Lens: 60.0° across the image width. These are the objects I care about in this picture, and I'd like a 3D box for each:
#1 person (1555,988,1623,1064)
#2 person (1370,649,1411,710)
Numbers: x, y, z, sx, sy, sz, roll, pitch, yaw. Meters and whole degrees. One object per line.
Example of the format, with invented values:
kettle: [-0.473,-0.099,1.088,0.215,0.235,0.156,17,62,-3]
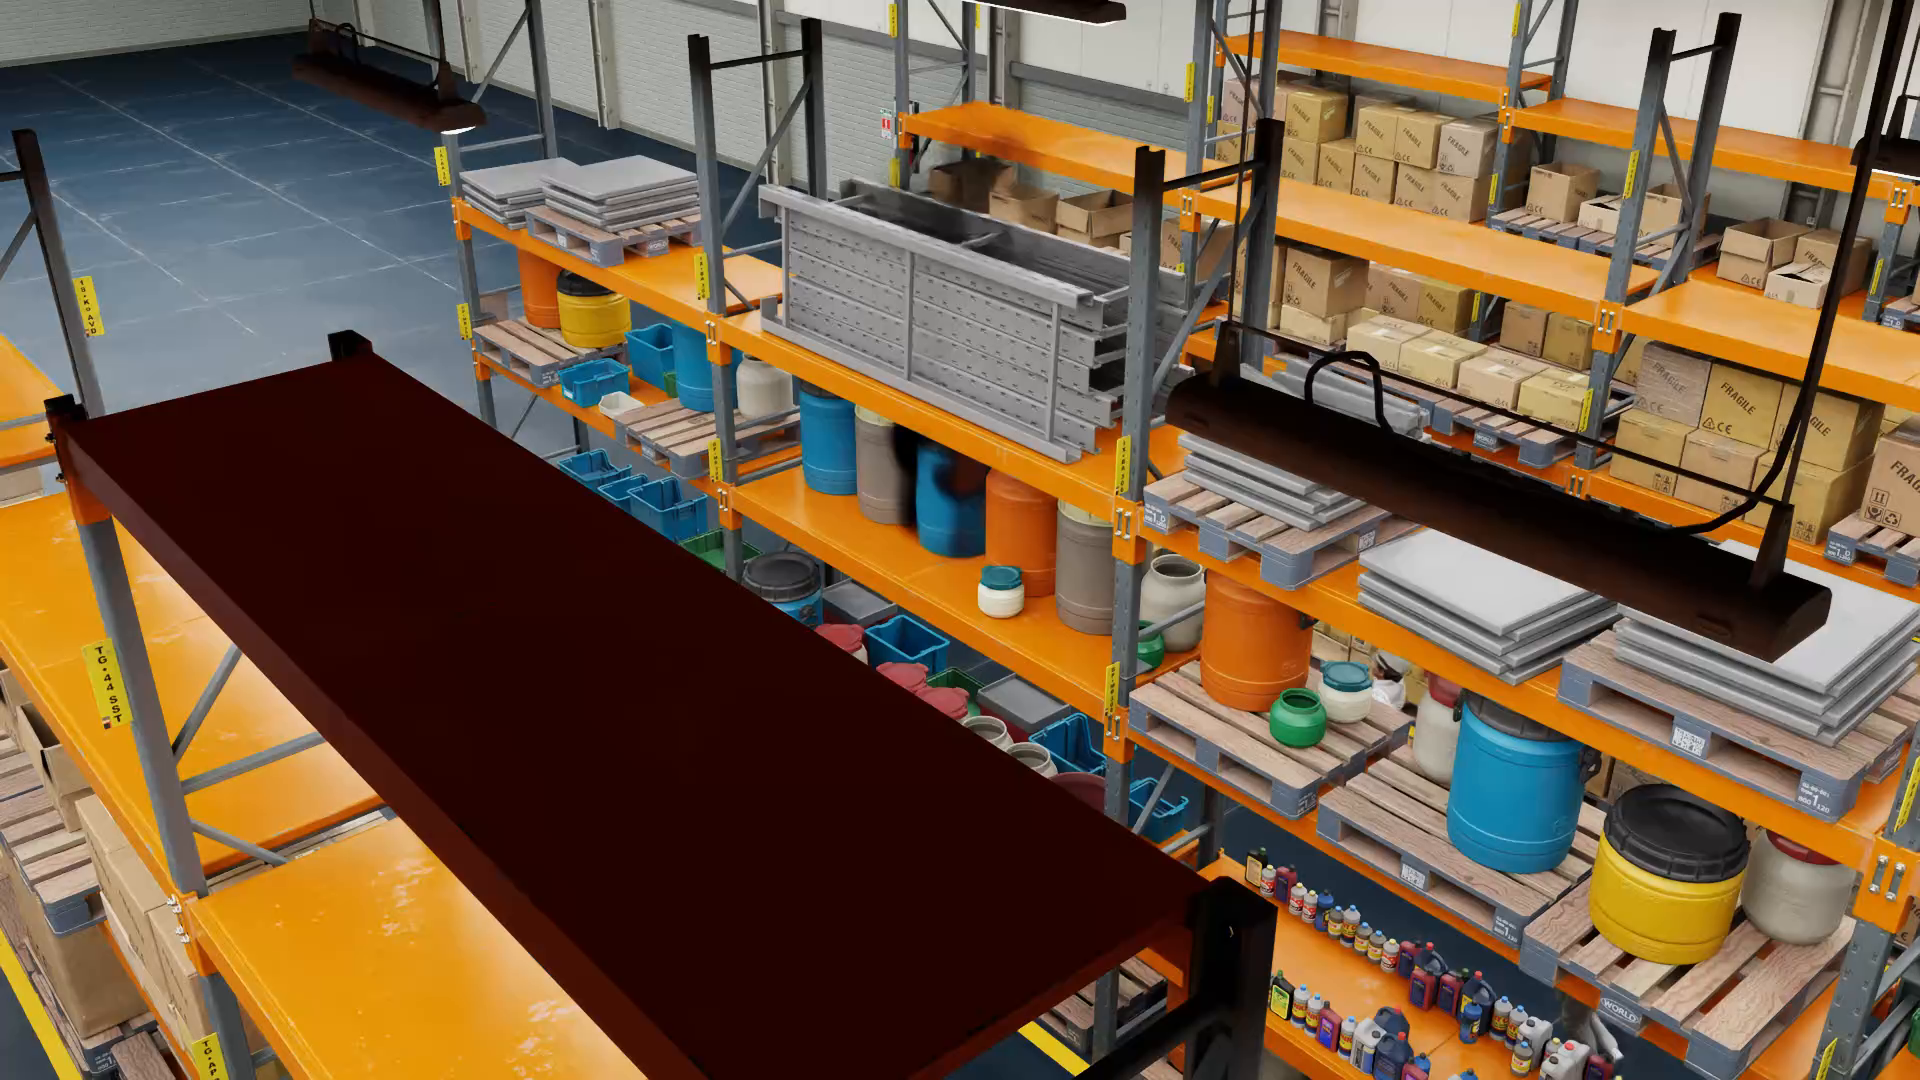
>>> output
person: [3.927,2.719,10.423,0.552,1.637,0.561,-15,31,-27]
person: [3.032,1.497,12.206,0.665,1.656,0.625,19,32,32]
